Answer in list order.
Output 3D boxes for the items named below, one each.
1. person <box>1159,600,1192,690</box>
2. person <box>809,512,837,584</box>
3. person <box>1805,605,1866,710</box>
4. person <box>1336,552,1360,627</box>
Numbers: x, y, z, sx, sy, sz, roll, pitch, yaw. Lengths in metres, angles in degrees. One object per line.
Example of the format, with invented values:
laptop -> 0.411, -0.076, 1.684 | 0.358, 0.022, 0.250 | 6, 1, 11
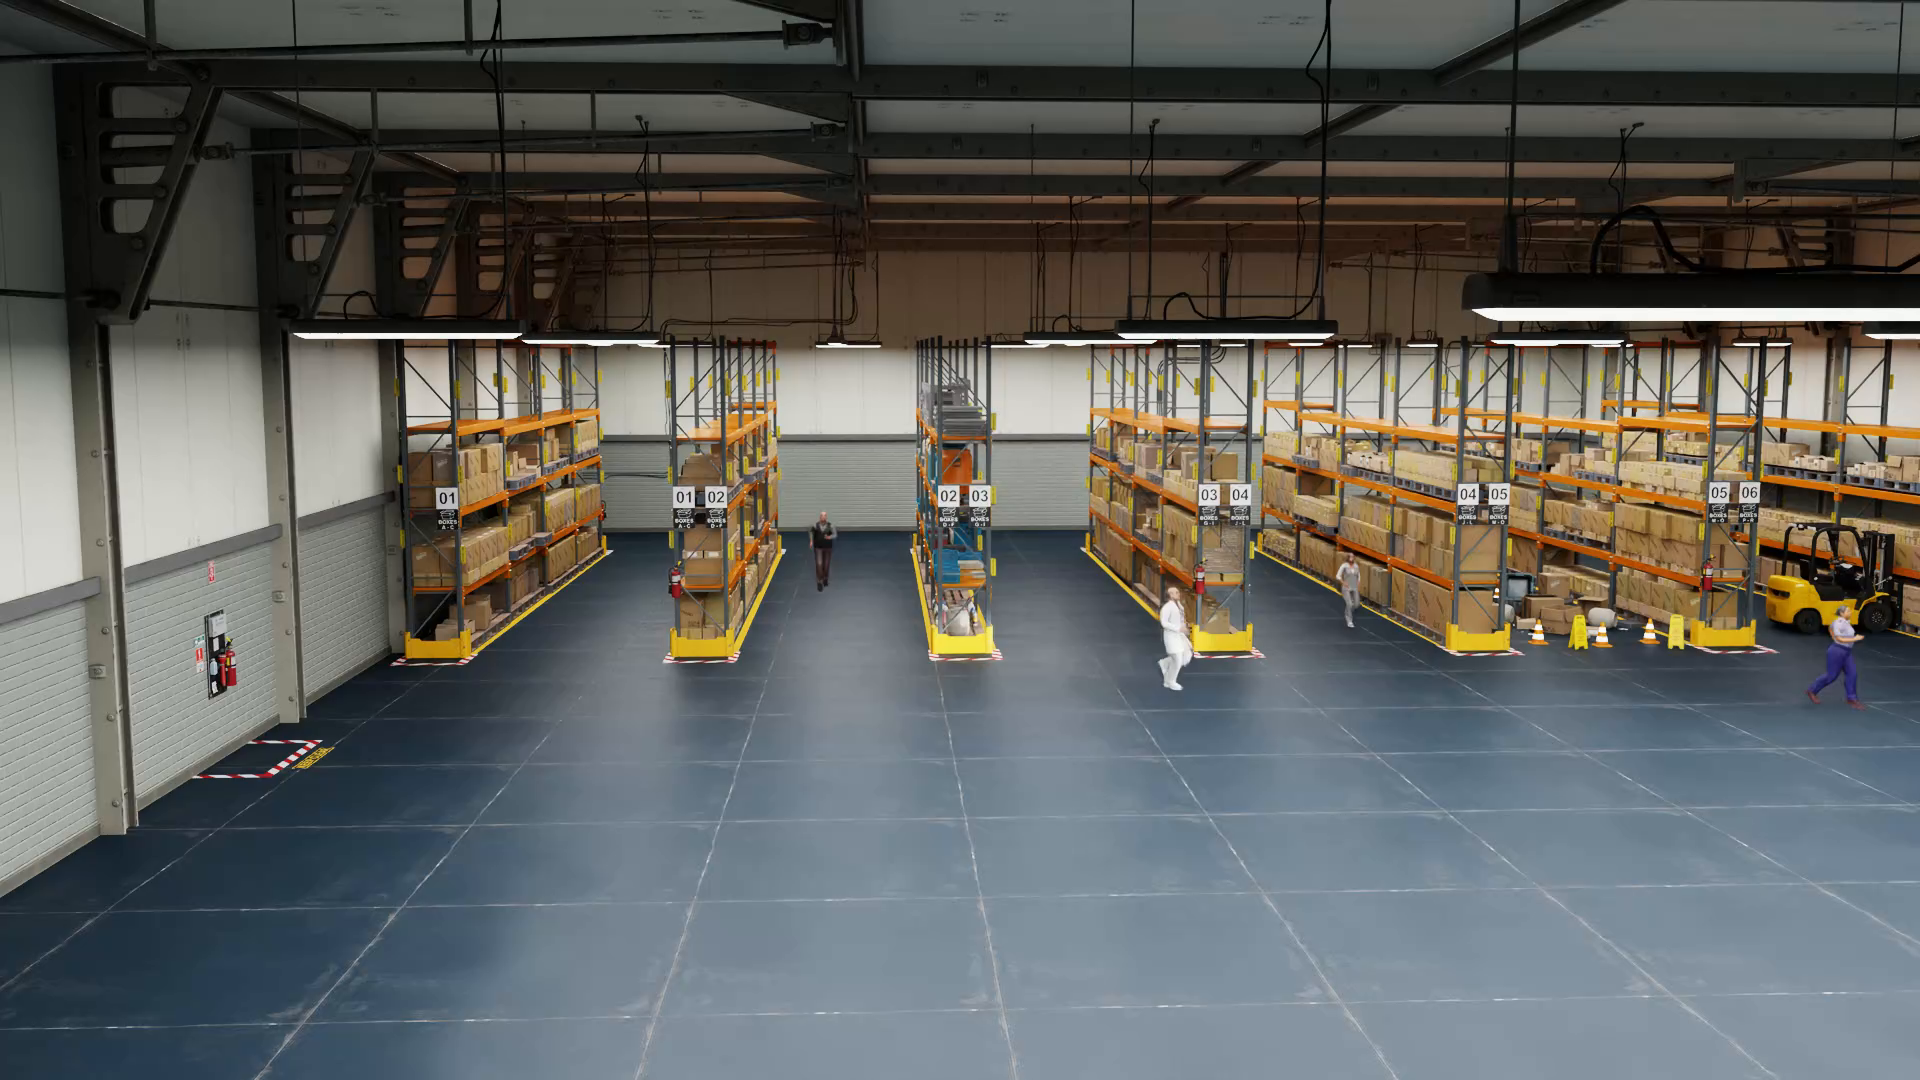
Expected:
person -> 3.617, 1.761, 28.259 | 0.592, 1.539, 0.754 | 4, 8, 32
person -> -3.139, 0.176, 38.173 | 0.636, 1.662, 0.734 | -1, 7, -10
person -> 14.100, 1.863, 26.712 | 0.874, 1.677, 0.624 | 6, 9, 41
person -> 8.080, 1.025, 34.582 | 0.545, 1.563, 0.539 | -1, 7, -10
